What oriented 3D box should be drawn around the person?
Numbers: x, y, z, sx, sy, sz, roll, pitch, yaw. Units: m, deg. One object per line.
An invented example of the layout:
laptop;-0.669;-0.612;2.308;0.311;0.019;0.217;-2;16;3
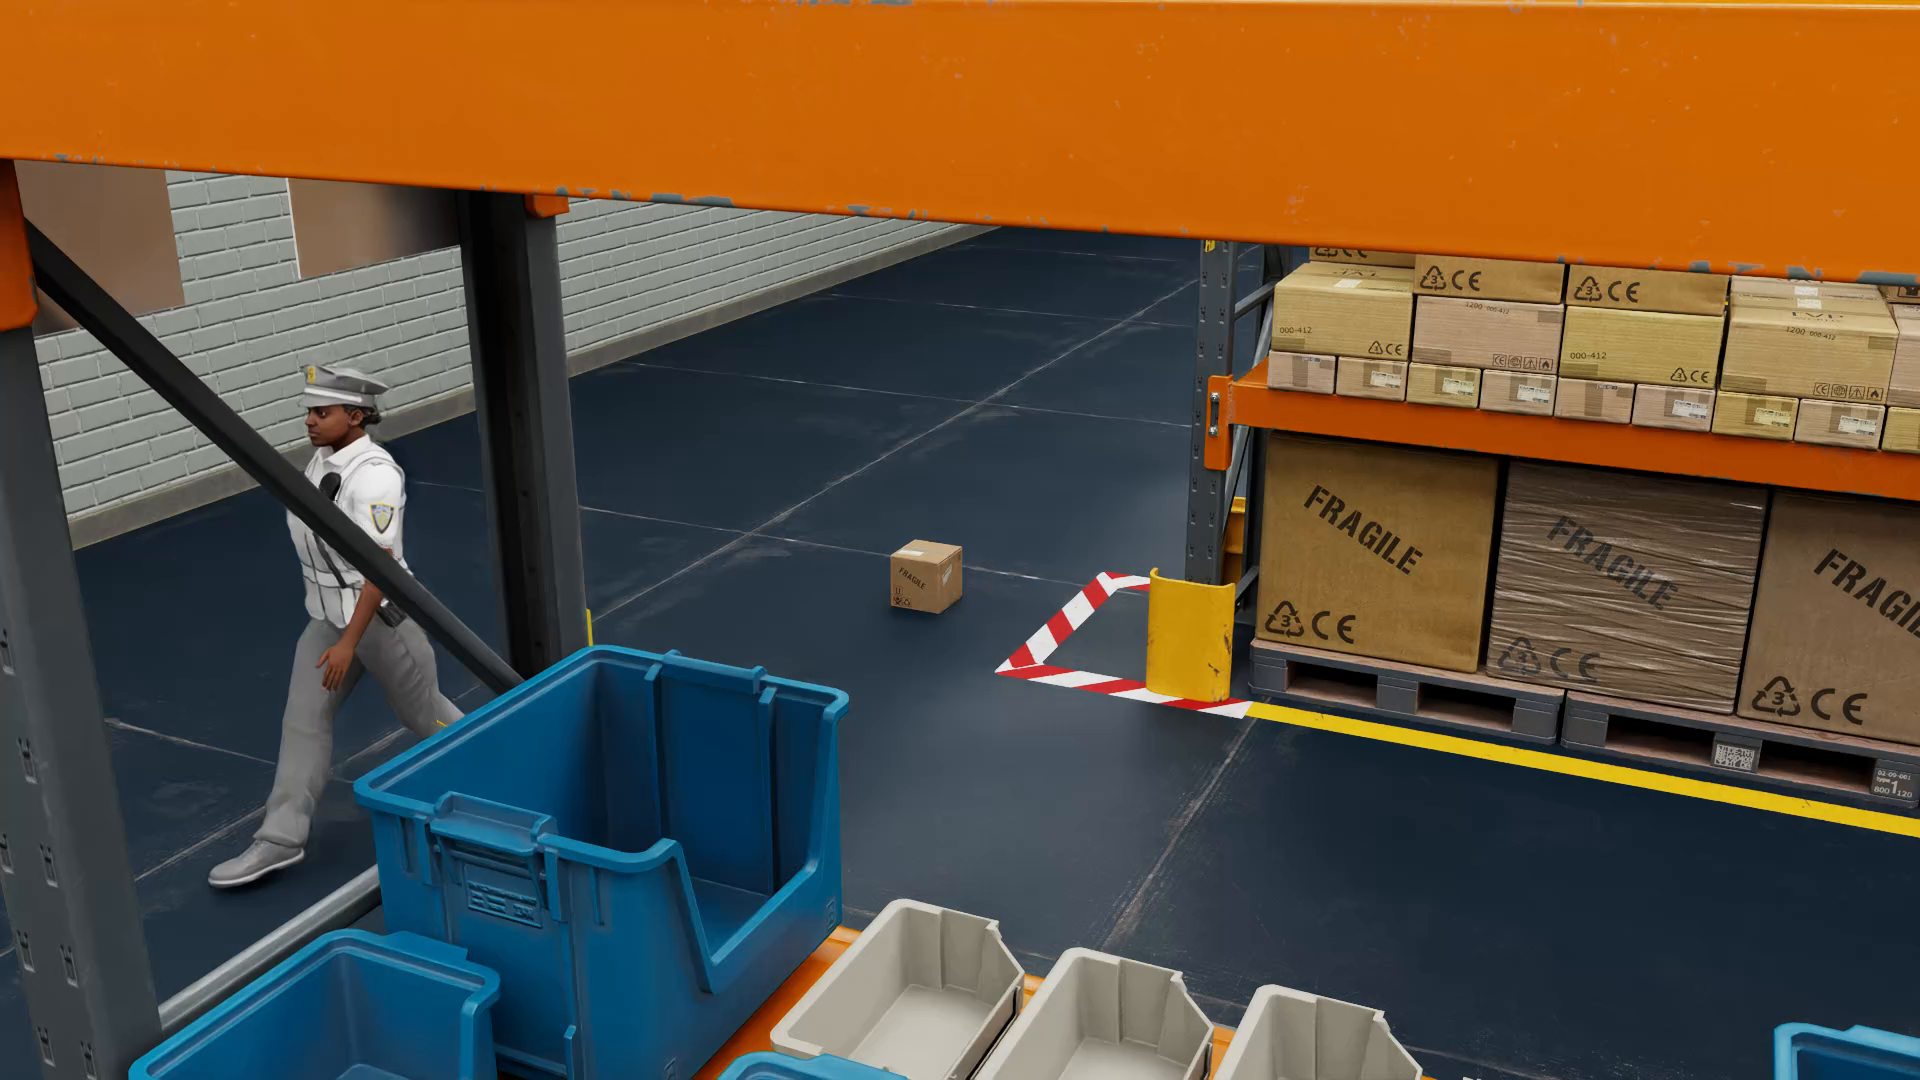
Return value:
person;-1.967;0.249;5.264;0.480;1.636;0.943;16;25;38
